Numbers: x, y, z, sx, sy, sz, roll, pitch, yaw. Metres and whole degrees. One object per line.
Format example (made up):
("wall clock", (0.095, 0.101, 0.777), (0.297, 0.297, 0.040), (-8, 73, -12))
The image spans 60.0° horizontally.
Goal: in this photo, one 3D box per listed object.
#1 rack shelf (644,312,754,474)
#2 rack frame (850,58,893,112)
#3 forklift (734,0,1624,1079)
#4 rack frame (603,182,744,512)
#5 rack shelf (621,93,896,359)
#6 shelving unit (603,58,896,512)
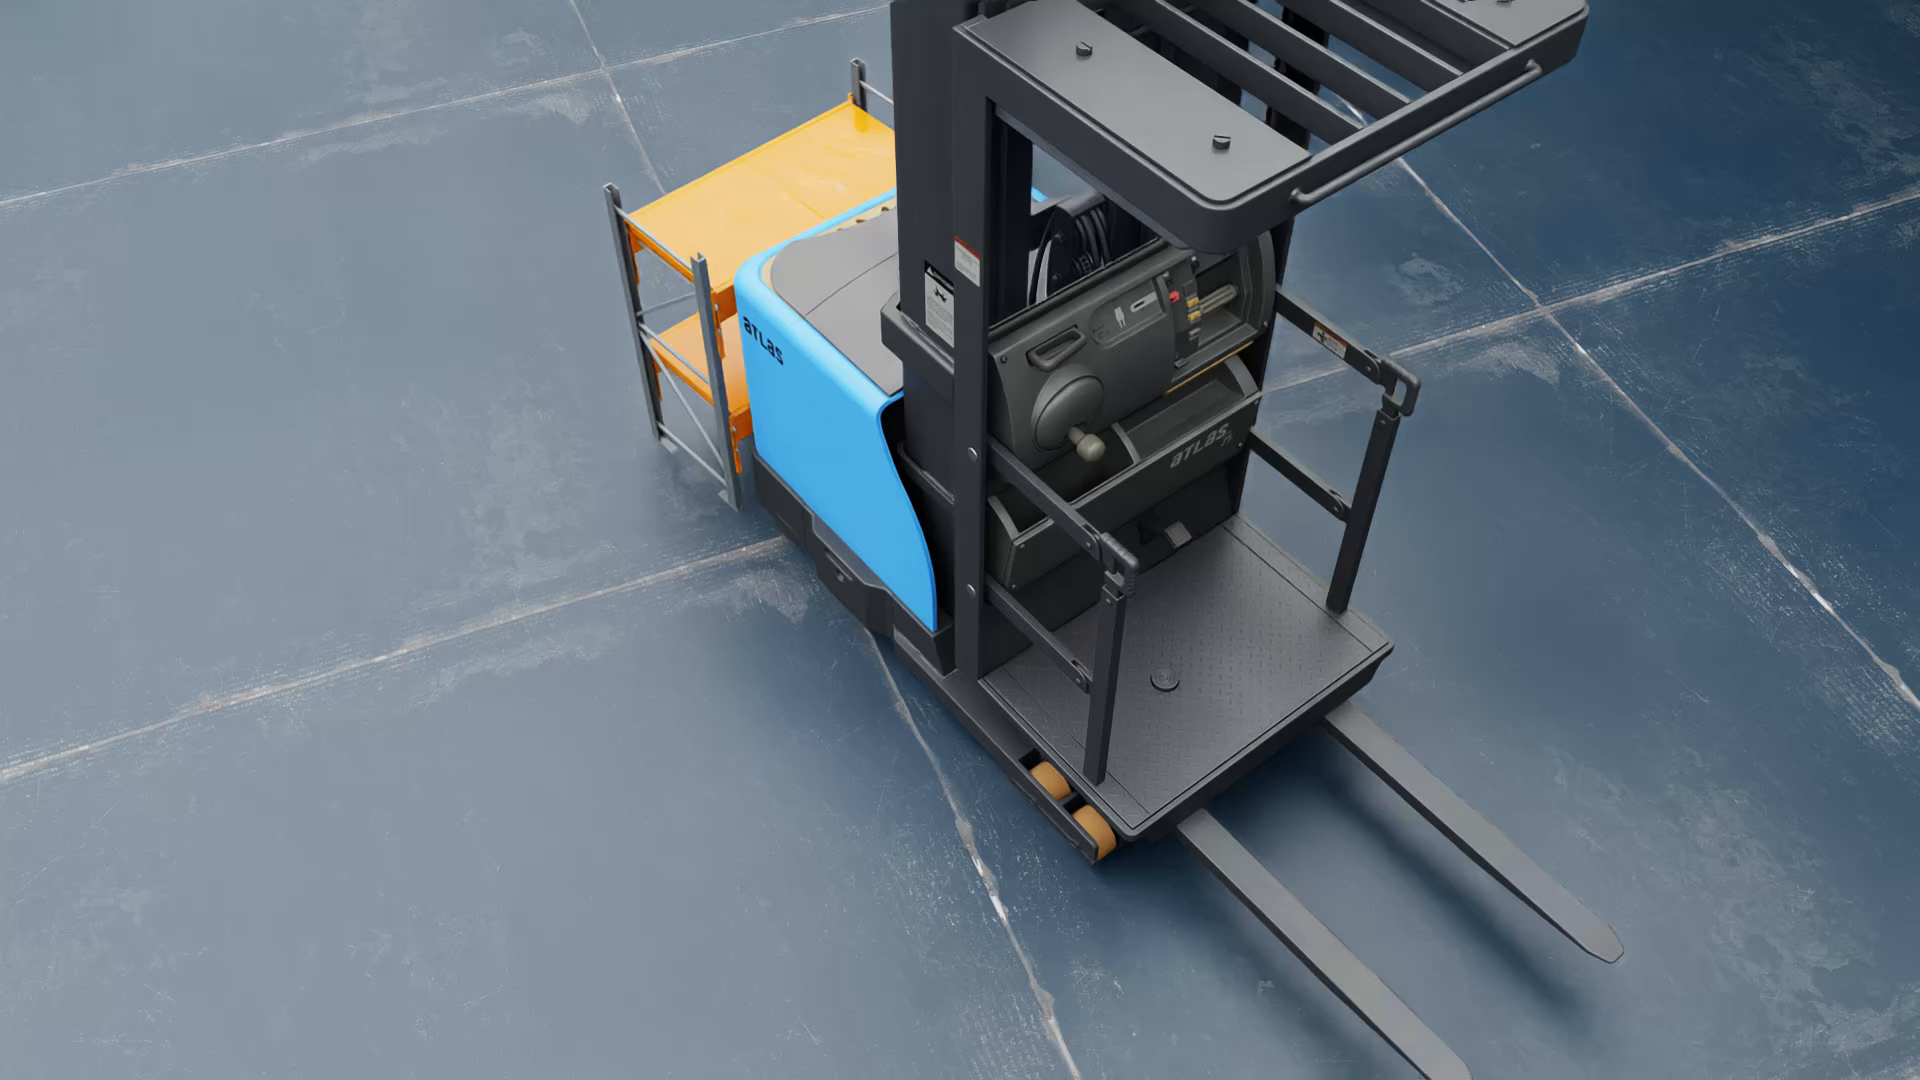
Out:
("rack shelf", (-0.568, -0.715, 5.945), (1.000, 0.278, 0.538), (-35, 58, -26))
("rack frame", (-0.195, -1.136, 5.984), (0.032, 1.125, 0.500), (-35, 58, -26))
("forklift", (0.600, -0.440, 4.195), (1.130, 2.935, 3.031), (-31, 56, -24))
("rack frame", (-0.942, -0.613, 5.535), (0.032, 1.125, 0.500), (-35, 58, -26))
("rack shelf", (-0.568, -1.065, 5.538), (1.000, 0.278, 0.538), (-35, 58, -26))
("shelving unit", (-0.568, -0.875, 5.760), (1.048, 1.125, 0.538), (-35, 58, -26))
